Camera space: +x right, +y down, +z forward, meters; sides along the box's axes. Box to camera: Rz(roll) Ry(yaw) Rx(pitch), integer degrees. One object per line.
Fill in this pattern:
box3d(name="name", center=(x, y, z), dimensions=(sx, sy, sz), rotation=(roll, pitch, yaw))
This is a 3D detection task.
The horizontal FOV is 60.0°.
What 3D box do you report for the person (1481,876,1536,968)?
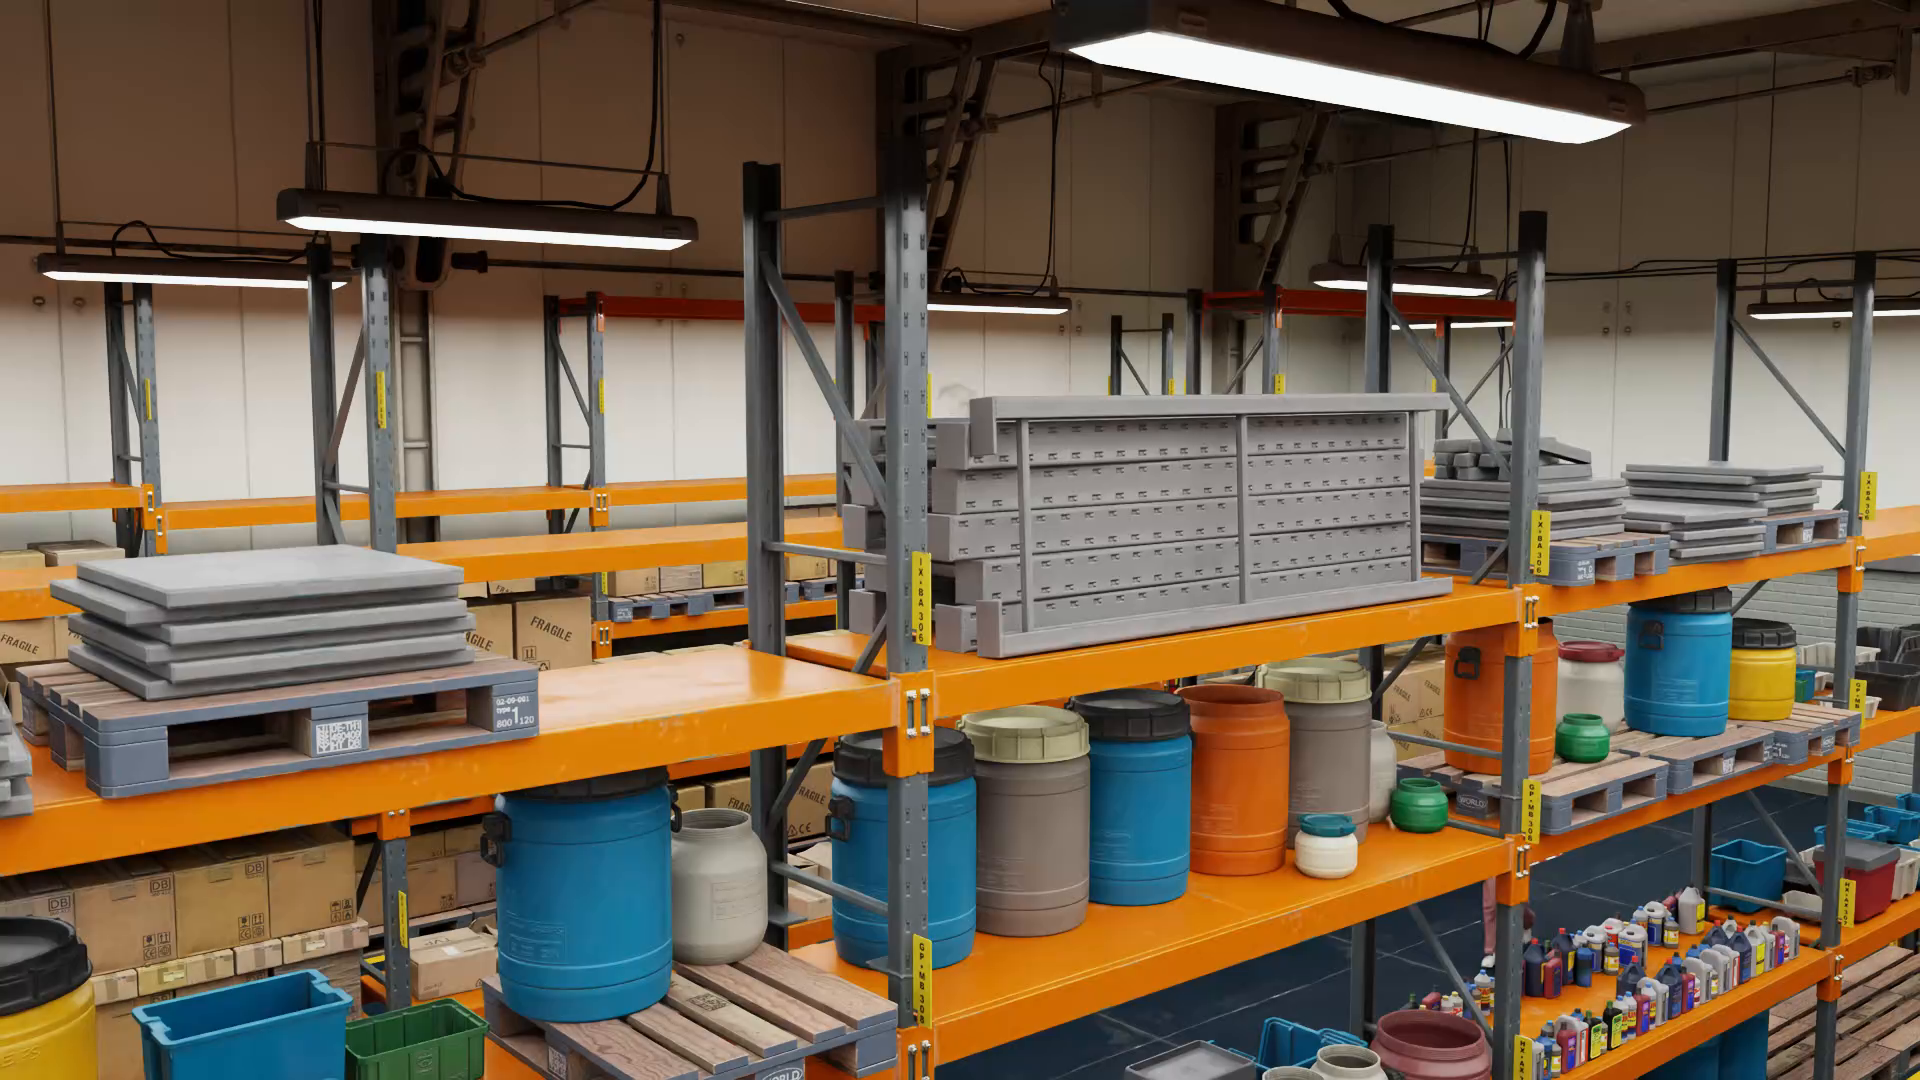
box3d(name="person", center=(4.863, 2.902, 14.781), dimensions=(0.578, 1.644, 0.913), rotation=(5, 7, 42))
